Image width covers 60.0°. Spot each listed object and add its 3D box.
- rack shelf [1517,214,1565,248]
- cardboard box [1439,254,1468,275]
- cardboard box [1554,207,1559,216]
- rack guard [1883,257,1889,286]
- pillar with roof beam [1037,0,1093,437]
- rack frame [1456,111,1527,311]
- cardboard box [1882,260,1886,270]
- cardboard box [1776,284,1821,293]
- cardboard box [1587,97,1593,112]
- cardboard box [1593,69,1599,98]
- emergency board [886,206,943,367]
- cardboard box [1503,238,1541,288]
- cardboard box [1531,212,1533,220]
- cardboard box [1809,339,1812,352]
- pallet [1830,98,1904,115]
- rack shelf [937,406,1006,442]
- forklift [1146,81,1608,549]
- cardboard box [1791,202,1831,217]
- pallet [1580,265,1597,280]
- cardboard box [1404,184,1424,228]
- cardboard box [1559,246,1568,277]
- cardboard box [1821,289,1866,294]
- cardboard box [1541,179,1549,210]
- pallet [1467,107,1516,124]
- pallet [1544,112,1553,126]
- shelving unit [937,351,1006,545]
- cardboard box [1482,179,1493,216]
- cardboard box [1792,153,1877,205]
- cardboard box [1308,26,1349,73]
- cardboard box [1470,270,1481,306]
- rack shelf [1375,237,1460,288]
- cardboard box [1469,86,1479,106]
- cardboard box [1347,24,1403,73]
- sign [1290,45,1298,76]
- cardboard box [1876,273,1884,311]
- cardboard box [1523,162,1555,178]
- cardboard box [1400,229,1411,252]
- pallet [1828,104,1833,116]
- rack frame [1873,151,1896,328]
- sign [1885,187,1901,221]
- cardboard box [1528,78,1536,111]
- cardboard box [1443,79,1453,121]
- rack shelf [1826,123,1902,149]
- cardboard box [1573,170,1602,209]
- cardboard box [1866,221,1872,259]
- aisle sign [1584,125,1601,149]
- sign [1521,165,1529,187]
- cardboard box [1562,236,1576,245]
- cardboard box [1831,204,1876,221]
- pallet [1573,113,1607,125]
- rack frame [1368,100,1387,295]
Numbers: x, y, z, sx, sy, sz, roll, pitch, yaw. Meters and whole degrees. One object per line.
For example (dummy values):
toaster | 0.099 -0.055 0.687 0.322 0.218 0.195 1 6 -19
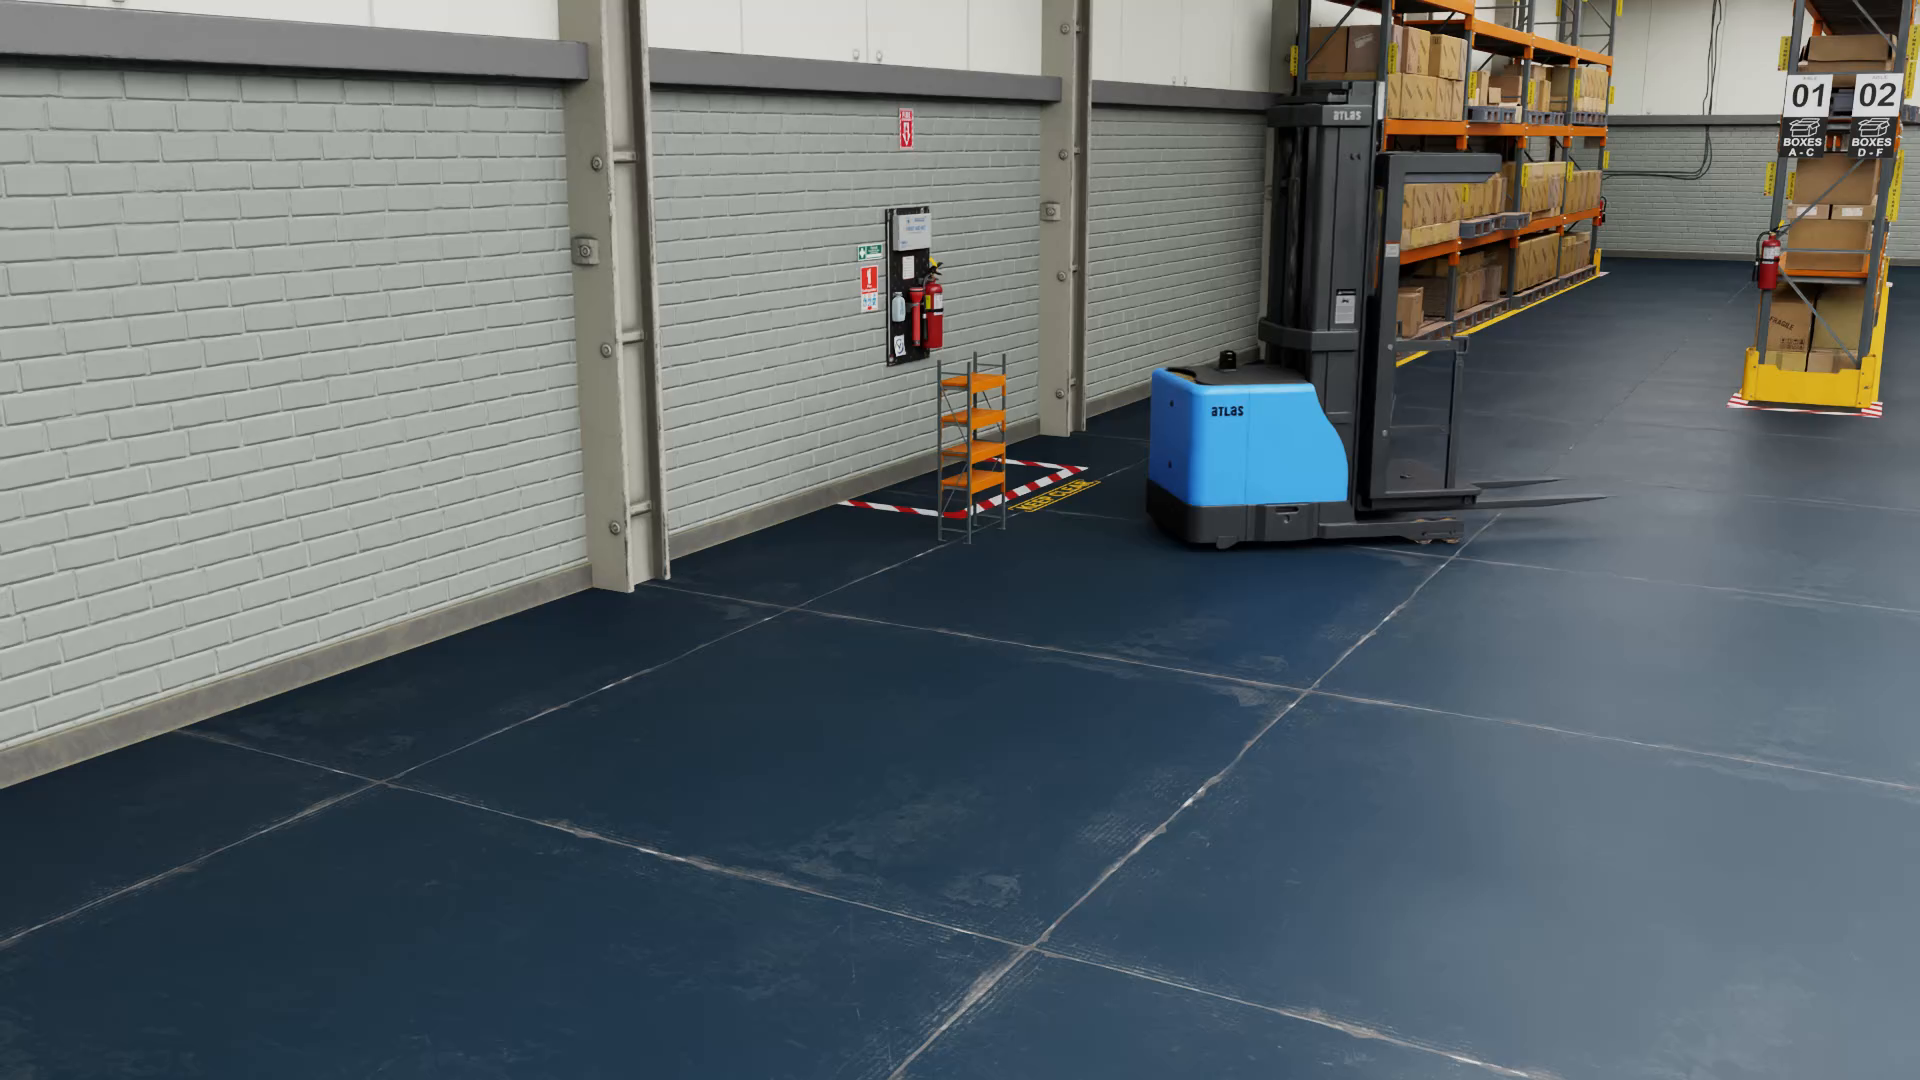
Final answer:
rack shelf | 9.073 -5.128 27.441 1.077 0.370 4.000 7 15 28
cardboard box | 6.972 -3.961 23.859 0.500 0.250 0.500 7 15 26
cardboard box | 10.023 -5.620 28.439 0.380 0.149 0.250 8 16 29
rack guard | 16.275 -4.918 30.366 1.175 0.500 0.348 7 15 28
pillar with roof beam | 4.688 -4.866 12.016 9.100 9.000 0.400 7 15 28
rack frame | 8.106 -5.068 25.654 1.000 3.000 0.127 7 15 28
cardboard box | 14.390 -4.193 26.420 0.500 0.500 0.500 7 15 28
cardboard box | 9.529 -2.654 19.012 0.500 0.500 0.500 7 15 28
cardboard box | 11.105 -7.847 29.995 0.500 0.250 0.500 7 15 26
cardboard box | 11.362 -8.321 30.360 0.500 0.500 0.500 7 15 26
emergency board | -0.309 -1.934 12.657 0.194 1.169 0.643 7 15 28
cardboard box | 9.005 -4.542 27.164 0.750 0.750 0.750 7 15 28
cardboard box | 9.065 -5.264 26.961 0.380 0.149 0.250 8 16 29
cardboard box | 9.049 -2.084 18.247 0.500 0.250 0.500 7 15 28
pallet | 9.530 -4.675 17.812 1.003 0.211 1.213 7 15 28
rack shelf | 0.080 -0.769 10.997 0.258 0.148 0.480 7 15 28
forklift | 2.857 -1.514 11.061 3.031 2.935 1.130 -2 14 -10
cardboard box | 8.720 -3.384 17.072 0.380 0.149 0.250 8 16 29
pallet | 11.655 -5.181 32.072 1.003 0.211 1.213 7 15 28
cardboard box | 5.235 -3.997 19.891 0.500 0.500 0.500 7 15 26
cardboard box | 10.491 -5.019 29.890 0.700 0.500 0.500 8 16 29
cardboard box | 9.758 -2.490 18.334 0.500 0.500 0.500 7 15 28
cardboard box | 9.312 -5.657 27.208 0.500 0.500 0.500 8 16 30
pallet | 7.062 -5.942 23.280 1.213 0.211 1.003 7 15 28
pallet | 8.909 -6.802 26.851 1.003 0.211 1.213 8 16 31
shelving unit | 0.080 -0.617 11.034 0.258 1.200 0.503 7 15 28
cardboard box | 7.305 -4.975 24.116 0.700 0.500 0.500 7 15 28
cardboard box | 8.839 -3.650 16.794 0.700 0.500 0.500 7 15 28
cardboard box | 4.218 -5.547 18.853 0.500 0.500 0.500 8 16 31
cardboard box | 7.237 -3.715 24.439 0.700 0.500 0.500 7 15 28
rack shelf | 5.205 -3.487 20.633 1.077 0.370 4.000 7 15 28
cardboard box | 6.804 -6.096 22.812 0.500 0.311 0.500 8 16 30
cardboard box | 4.637 -5.481 18.577 0.500 0.500 0.500 6 15 24
sign | 3.762 -5.382 18.669 0.100 0.325 0.005 7 15 28
cardboard box | 12.914 -3.567 23.824 0.500 0.500 0.500 8 16 30
cardboard box | 9.535 -6.123 27.539 0.500 0.250 0.500 8 16 29
cardboard box | 4.991 -3.536 19.576 0.500 0.250 0.500 7 15 26
pallet | 10.925 -5.234 20.353 0.805 0.209 1.217 7 15 26
rack frame | 12.444 -4.507 23.329 1.000 3.000 0.127 7 15 28
sign | 9.060 -3.261 16.145 0.100 0.325 0.005 7 15 28
cardboard box | 8.779 -7.121 26.620 0.700 0.500 0.500 8 16 31
cardboard box | 5.889 -5.530 20.914 0.500 0.500 0.500 6 15 23
rack shelf | 11.477 -5.205 21.360 1.077 0.370 4.000 7 15 28
cardboard box | 11.735 -6.749 31.989 0.980 0.700 0.700 8 16 31
cardboard box | 9.560 -3.327 18.220 0.700 0.500 0.500 8 16 30
aisle sign | 12.271 -7.954 32.078 0.394 0.787 0.004 7 15 28
sign | 8.585 -5.533 25.281 0.100 0.325 0.005 7 15 28
cardboard box | 11.068 -5.491 30.464 0.380 0.149 0.250 7 15 26
cardboard box | 8.955 -3.286 16.666 0.380 0.149 0.250 7 15 28
pallet | 11.624 -7.971 31.485 1.003 0.211 1.213 7 15 28
rack frame | 4.238 -3.426 18.846 1.000 3.000 0.127 7 15 28
